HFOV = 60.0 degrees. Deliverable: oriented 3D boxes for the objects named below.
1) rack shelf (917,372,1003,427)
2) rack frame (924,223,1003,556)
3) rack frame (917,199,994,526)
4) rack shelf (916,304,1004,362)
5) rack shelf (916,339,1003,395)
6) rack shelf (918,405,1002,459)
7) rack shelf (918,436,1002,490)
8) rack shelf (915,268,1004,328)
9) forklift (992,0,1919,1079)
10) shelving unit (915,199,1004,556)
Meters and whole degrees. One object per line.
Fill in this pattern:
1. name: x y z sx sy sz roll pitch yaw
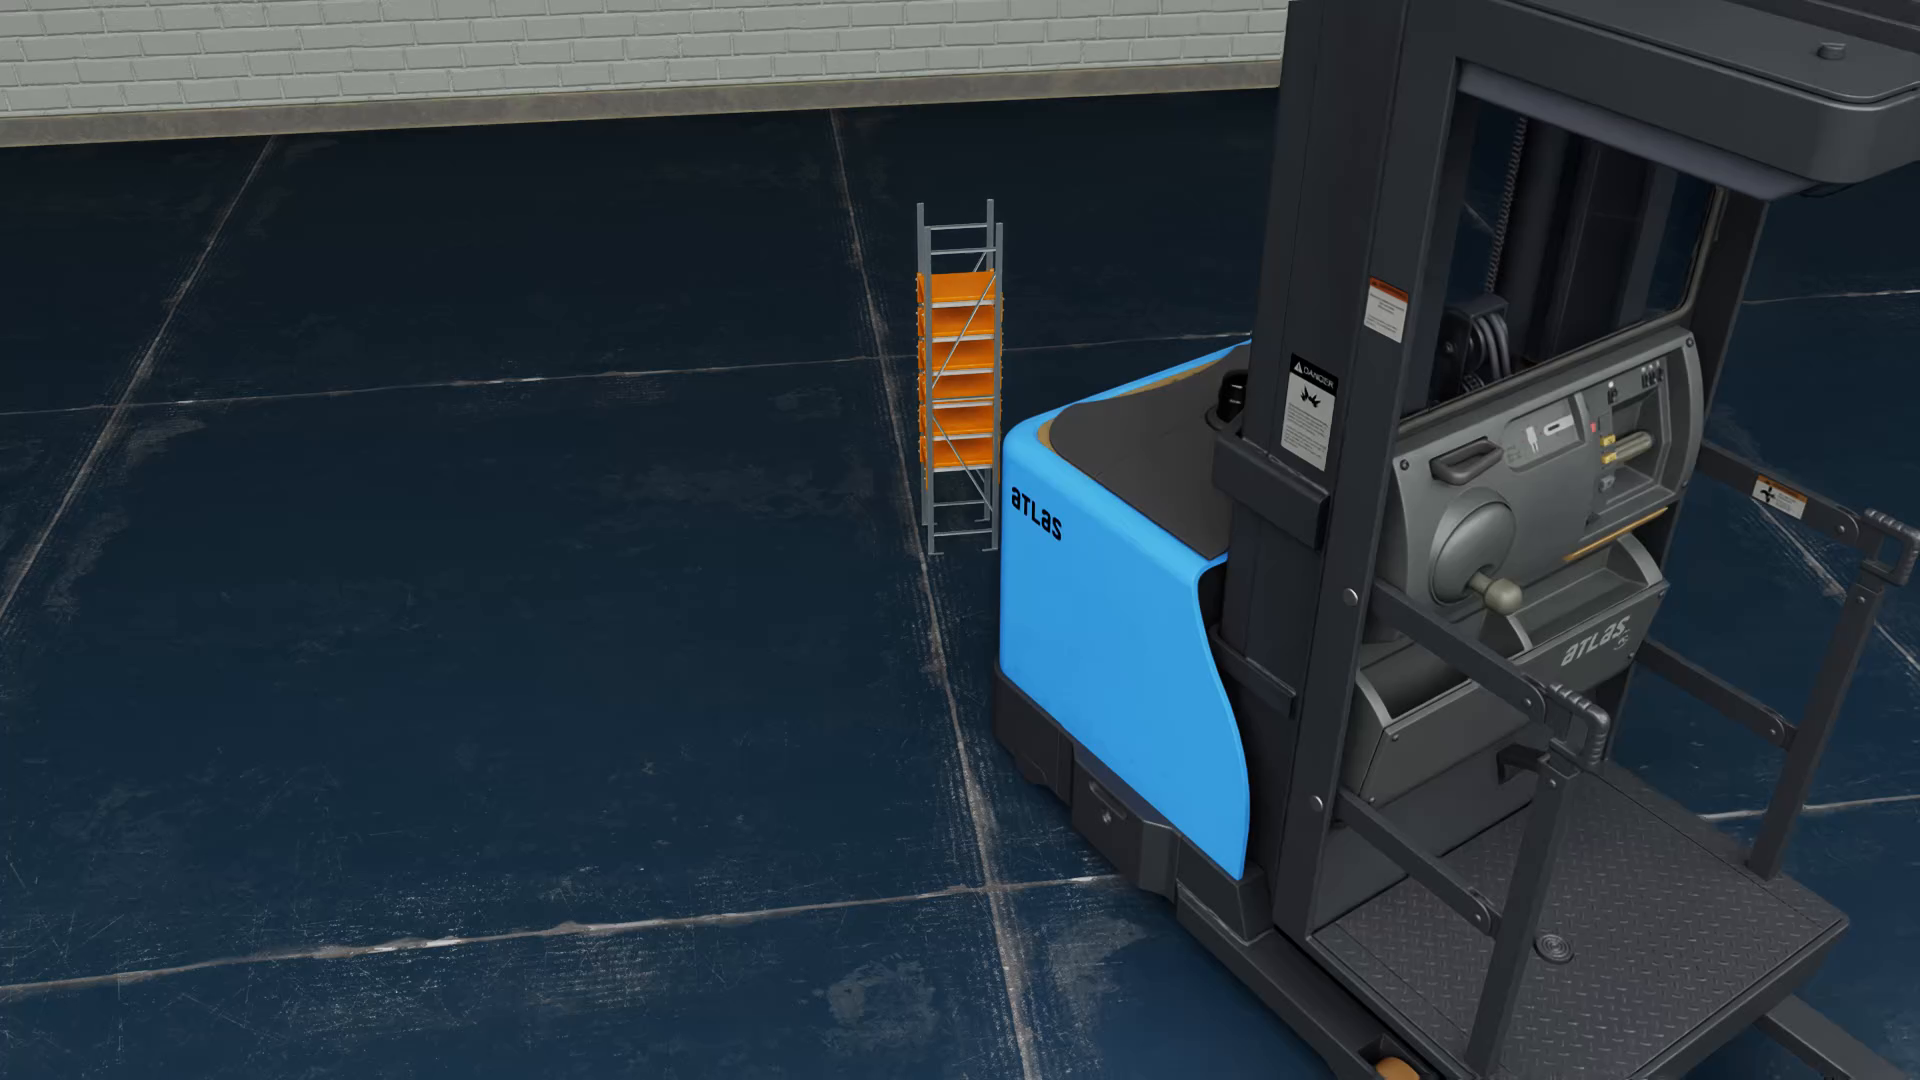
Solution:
1. rack shelf: -0.002 -0.467 5.449 0.258 0.103 0.180 -4 35 -6
2. rack frame: 0.010 -0.453 5.349 0.240 1.200 0.006 -4 35 -6
3. rack frame: -0.014 -0.555 5.499 0.240 1.200 0.006 -4 35 -6
4. rack shelf: -0.002 -0.665 5.314 0.258 0.103 0.180 -4 35 -6
5. rack shelf: -0.002 -0.566 5.381 0.258 0.103 0.180 -4 35 -6
6. rack shelf: -0.002 -0.368 5.517 0.258 0.103 0.180 -4 35 -6
7. rack shelf: -0.002 -0.269 5.584 0.258 0.103 0.180 -4 35 -6
8. rack shelf: -0.002 -0.765 5.246 0.258 0.103 0.180 -4 35 -6
9. forklift: 1.345 -0.088 3.276 1.130 2.935 3.031 -21 40 -28
10. shelving unit: -0.002 -0.504 5.424 0.258 1.200 0.189 -4 35 -6
